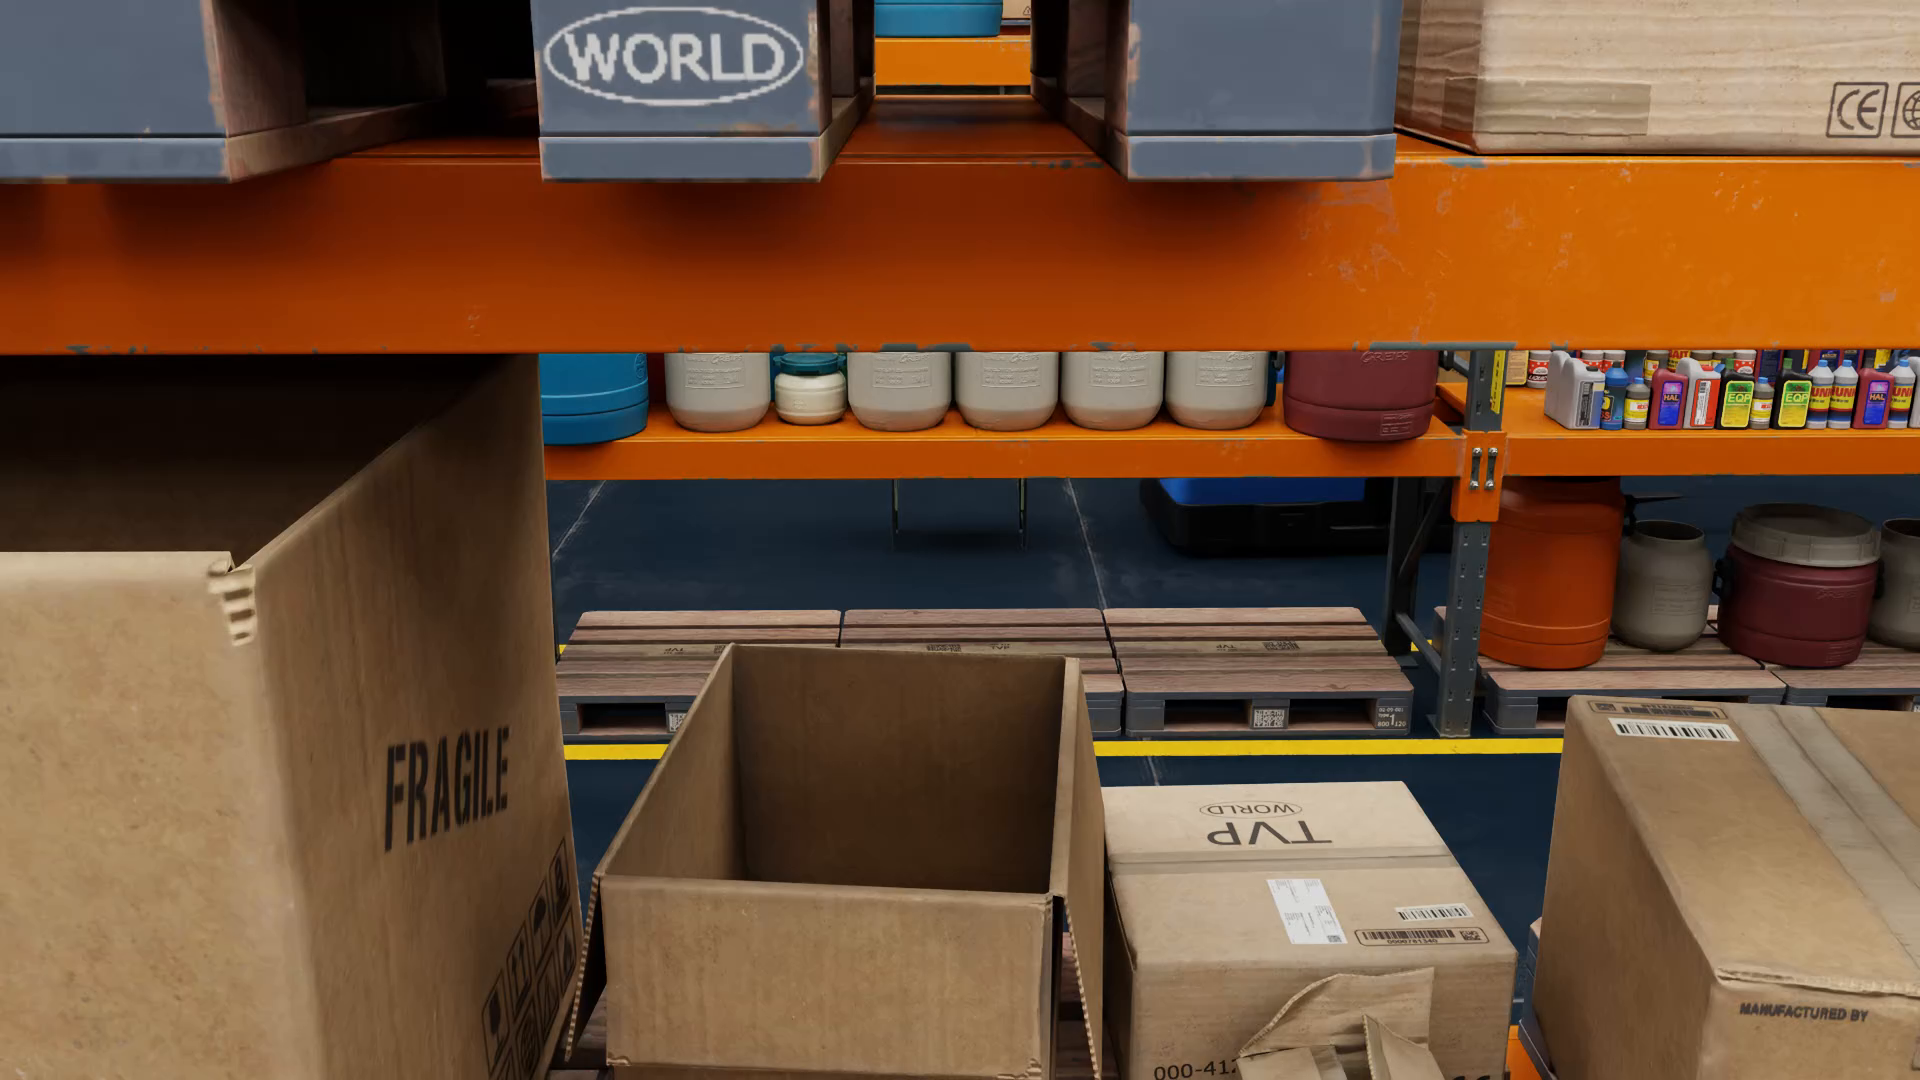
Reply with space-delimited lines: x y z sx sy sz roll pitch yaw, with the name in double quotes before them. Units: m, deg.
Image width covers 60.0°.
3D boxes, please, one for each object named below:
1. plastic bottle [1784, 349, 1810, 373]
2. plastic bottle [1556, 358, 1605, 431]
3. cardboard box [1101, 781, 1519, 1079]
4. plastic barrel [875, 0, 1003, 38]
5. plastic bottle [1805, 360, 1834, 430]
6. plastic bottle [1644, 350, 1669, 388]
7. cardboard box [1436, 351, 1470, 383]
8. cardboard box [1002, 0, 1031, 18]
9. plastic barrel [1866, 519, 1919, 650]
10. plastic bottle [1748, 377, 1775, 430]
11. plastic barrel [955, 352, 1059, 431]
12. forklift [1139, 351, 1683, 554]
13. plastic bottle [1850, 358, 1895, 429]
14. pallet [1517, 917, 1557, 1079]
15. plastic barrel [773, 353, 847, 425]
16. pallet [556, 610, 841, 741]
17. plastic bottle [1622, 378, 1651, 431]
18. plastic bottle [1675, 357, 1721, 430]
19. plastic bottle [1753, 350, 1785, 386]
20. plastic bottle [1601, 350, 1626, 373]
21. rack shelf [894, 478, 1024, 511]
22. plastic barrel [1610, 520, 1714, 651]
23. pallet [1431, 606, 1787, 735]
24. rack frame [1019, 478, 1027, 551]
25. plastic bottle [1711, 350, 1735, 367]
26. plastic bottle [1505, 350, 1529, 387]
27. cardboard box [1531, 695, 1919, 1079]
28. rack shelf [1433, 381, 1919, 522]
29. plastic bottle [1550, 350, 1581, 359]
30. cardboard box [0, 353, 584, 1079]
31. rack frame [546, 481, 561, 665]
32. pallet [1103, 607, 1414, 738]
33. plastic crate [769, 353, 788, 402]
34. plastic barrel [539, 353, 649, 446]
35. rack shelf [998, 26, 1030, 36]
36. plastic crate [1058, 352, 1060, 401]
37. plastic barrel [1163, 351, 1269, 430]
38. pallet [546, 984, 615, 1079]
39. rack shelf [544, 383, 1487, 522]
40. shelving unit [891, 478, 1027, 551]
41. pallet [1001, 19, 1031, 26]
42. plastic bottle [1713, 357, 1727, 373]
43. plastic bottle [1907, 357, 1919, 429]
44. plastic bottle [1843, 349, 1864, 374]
"plastic bottle" 3.762 -0.850 7.366 0.185 0.351 0.144 0 18 -1
"plastic bottle" 2.500 -0.592 6.684 0.135 0.276 0.152 0 18 -1
"cardboard box" 0.461 0.575 2.404 0.500 0.250 0.500 -1 18 -2
"plastic barrel" -0.124 -2.470 6.606 0.708 0.901 0.600 0 18 -1
"plastic bottle" 3.443 -0.586 6.673 0.097 0.271 0.097 0 18 0
"plastic bottle" 3.098 -0.783 7.402 0.097 0.201 0.097 0 18 0
"cardboard box" 3.472 -1.200 11.748 0.500 0.500 0.500 -1 18 -2
"cardboard box" 0.608 -5.282 15.991 0.637 0.503 0.797 2 18 7
"plastic barrel" 4.243 0.194 7.417 0.421 0.512 0.421 0 18 0
"plastic bottle" 3.212 -0.551 6.680 0.097 0.201 0.097 0 18 0
"plastic barrel" 0.189 -0.736 6.709 0.433 0.535 0.433 0 18 0
"forklift" 2.638 -1.490 9.392 3.031 2.935 1.130 -2 18 -6
"plastic bottle" 3.656 -0.587 6.657 0.133 0.283 0.061 0 18 -1
"pallet" 1.429 0.893 2.168 1.003 0.211 1.213 0 18 -1
"plastic barrel" -0.612 -0.622 6.802 0.301 0.262 0.301 0 18 0
"pallet" -1.153 0.584 7.381 1.213 0.211 1.003 0 18 -1
"plastic bottle" 2.714 -0.549 6.673 0.097 0.201 0.097 0 18 0
"plastic bottle" 2.962 -0.594 6.691 0.135 0.276 0.152 0 18 -1
"plastic bottle" 3.603 -0.830 7.414 0.133 0.283 0.061 0 18 -1
"plastic bottle" 2.904 -0.782 7.399 0.097 0.201 0.097 0 18 0
"rack shelf" -0.007 -0.404 9.418 0.720 0.370 0.431 0 18 -1
"plastic barrel" 3.114 0.200 7.400 0.421 0.512 0.421 0 18 0
"pallet" 2.850 0.564 7.444 1.213 0.211 1.003 0 18 -1
"rack frame" 0.359 -0.716 9.324 0.023 1.500 0.400 0 18 -1
"plastic bottle" 3.390 -0.784 7.406 0.097 0.201 0.097 0 18 0
"plastic bottle" 2.460 -0.824 7.397 0.133 0.283 0.061 0 18 -1
"cardboard box" 1.044 0.566 2.022 0.500 0.500 0.700 2 18 7
"rack shelf" 4.062 -0.414 7.107 4.000 0.370 1.077 0 18 -1
"plastic bottle" 2.691 -0.825 7.400 0.133 0.283 0.061 0 18 -1
"cardboard box" -1.063 0.338 1.914 1.000 1.000 1.000 0 18 0
"rack frame" -1.937 -0.728 6.907 0.127 3.000 1.000 0 18 -1
"pallet" 1.287 0.572 7.418 1.213 0.211 1.003 0 18 -1
"plastic crate" -0.839 -0.821 7.222 0.575 0.384 0.392 0 18 -1
"plastic barrel" -1.546 -0.876 6.547 0.708 0.901 0.600 0 18 -1
"rack shelf" -0.012 -3.336 11.304 4.000 0.370 1.077 0 18 -1
"plastic crate" 0.442 -0.864 7.224 0.583 0.464 0.402 0 18 -1
"plastic barrel" 1.037 -0.730 6.731 0.421 0.512 0.421 0 18 0
"pallet" -1.093 0.917 2.093 1.213 0.211 1.003 0 18 -1
"rack shelf" 0.062 -0.395 7.047 4.000 0.370 1.077 0 18 -1
"shelving unit" -0.007 -0.714 9.318 0.755 1.500 0.431 0 18 -1
"pallet" 0.192 -3.562 11.139 1.213 0.211 1.003 1 18 2
"plastic bottle" 3.078 -0.602 6.726 0.097 0.271 0.097 0 18 0
"plastic bottle" 3.887 -0.598 6.705 0.135 0.276 0.152 0 18 -1
"plastic bottle" 3.922 -0.813 7.361 0.133 0.283 0.061 0 18 -1
